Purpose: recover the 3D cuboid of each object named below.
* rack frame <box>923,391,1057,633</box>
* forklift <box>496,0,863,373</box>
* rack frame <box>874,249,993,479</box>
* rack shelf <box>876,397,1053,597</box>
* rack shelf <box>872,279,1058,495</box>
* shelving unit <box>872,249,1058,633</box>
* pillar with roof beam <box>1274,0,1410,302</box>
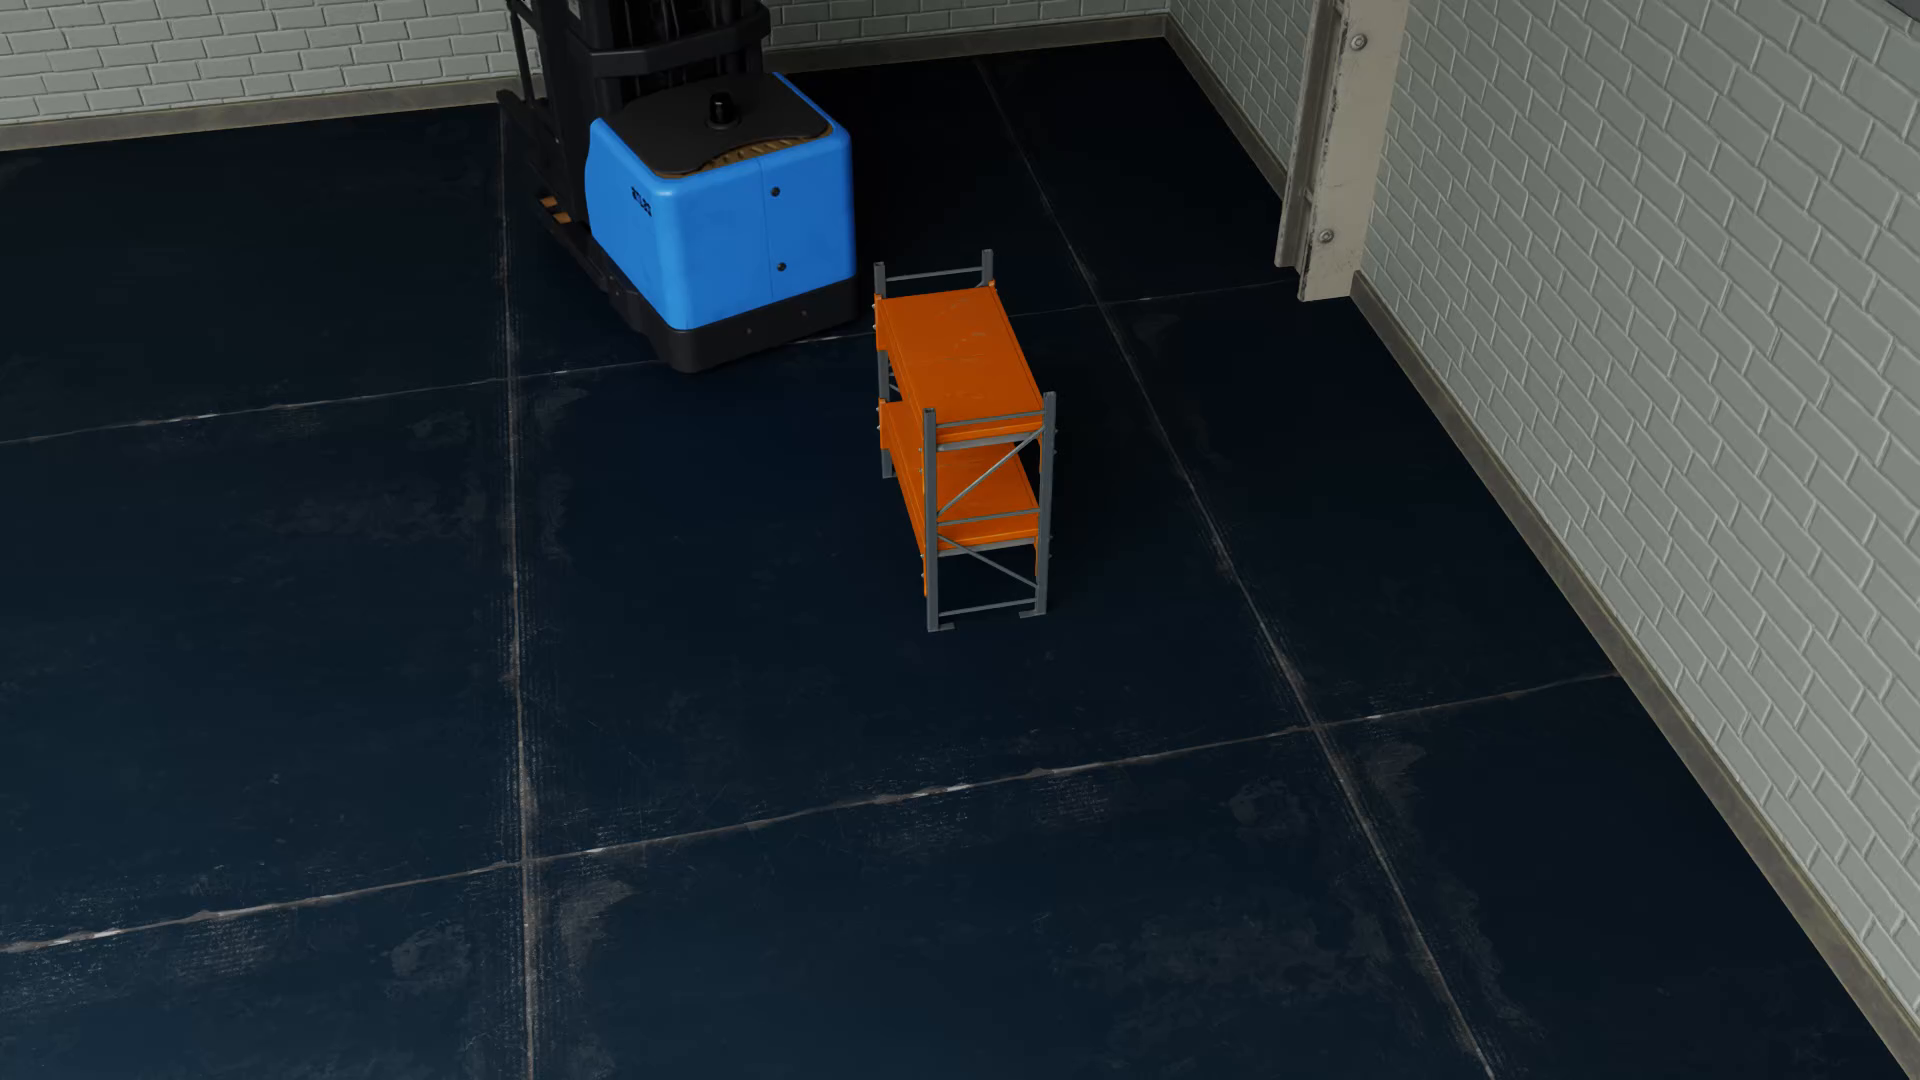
[{"bbox_3d":[0.111,-0.087,6.500,0.500,1.125,0.032,-8,42,-9],"label":"rack frame"},{"bbox_3d":[-1.693,-2.864,8.268,1.130,2.935,3.031,-22,46,-23],"label":"forklift"},{"bbox_3d":[-0.108,-0.746,7.243,0.500,1.125,0.032,-8,42,-9],"label":"rack frame"},{"bbox_3d":[0.001,-0.233,7.034,0.538,0.278,1.000,-8,42,-9],"label":"rack shelf"},{"bbox_3d":[0.001,-0.635,6.677,0.538,0.278,1.000,-8,42,-9],"label":"rack shelf"},{"bbox_3d":[0.001,-0.416,6.872,0.538,1.125,1.048,-8,42,-9],"label":"shelving unit"},{"bbox_3d":[-2.325,-4.138,5.133,9.100,9.000,0.400,-8,42,-9],"label":"pillar with roof beam"}]
